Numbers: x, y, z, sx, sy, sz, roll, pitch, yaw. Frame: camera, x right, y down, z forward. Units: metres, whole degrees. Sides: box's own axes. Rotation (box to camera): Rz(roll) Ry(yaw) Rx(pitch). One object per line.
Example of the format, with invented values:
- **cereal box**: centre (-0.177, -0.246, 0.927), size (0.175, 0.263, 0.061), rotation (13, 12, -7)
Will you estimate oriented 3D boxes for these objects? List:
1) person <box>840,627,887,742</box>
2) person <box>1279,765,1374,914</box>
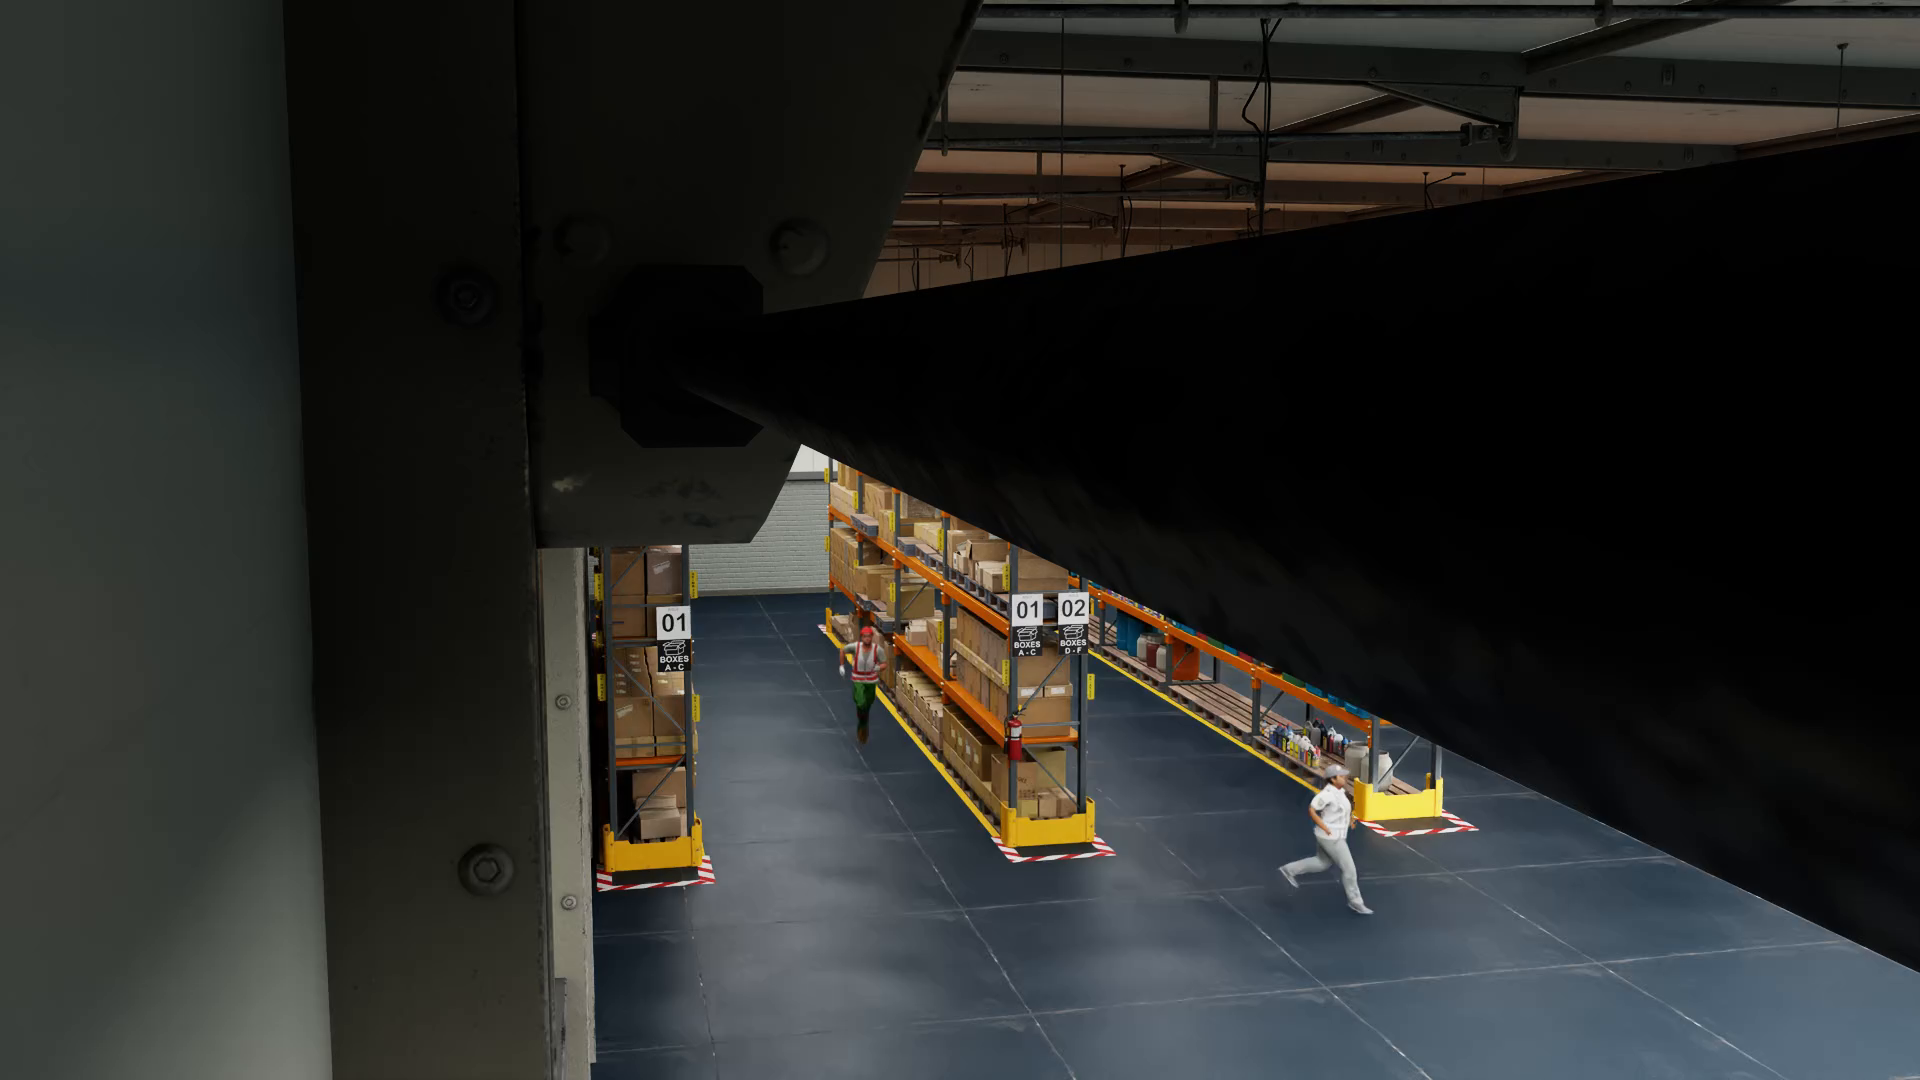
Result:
- **person**: centre (-1.460, 2.192, 25.282), size (0.700, 1.789, 0.788), rotation (-1, 7, -9)
- **person**: centre (4.119, 3.340, 18.637), size (1.066, 1.672, 0.578), rotation (2, 7, 16)
